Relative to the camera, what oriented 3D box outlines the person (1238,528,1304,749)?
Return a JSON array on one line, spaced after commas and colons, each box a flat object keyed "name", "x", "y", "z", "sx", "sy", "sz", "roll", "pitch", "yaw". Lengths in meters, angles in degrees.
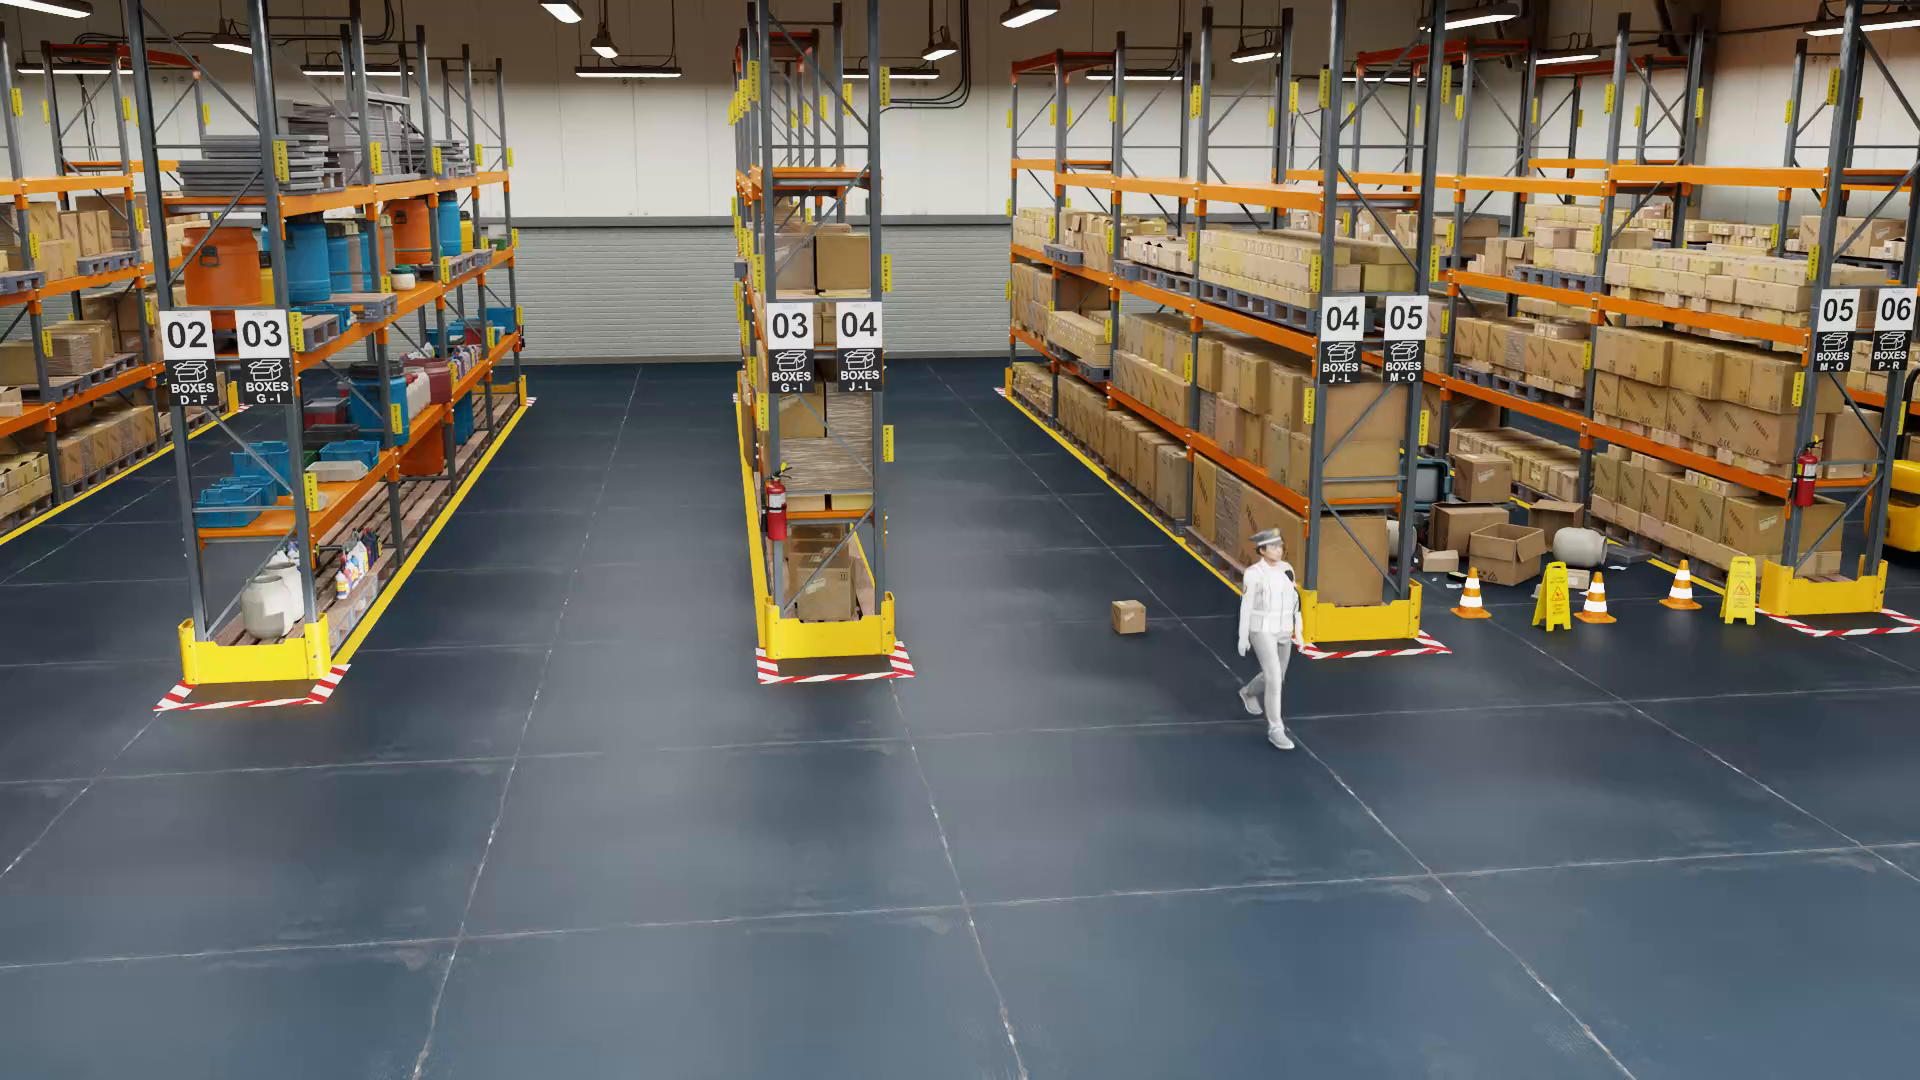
[{"name": "person", "x": 2.418, "y": 0.701, "z": 12.923, "sx": 0.495, "sy": 1.652, "sz": 0.888, "roll": -6, "pitch": 15, "yaw": -25}]
